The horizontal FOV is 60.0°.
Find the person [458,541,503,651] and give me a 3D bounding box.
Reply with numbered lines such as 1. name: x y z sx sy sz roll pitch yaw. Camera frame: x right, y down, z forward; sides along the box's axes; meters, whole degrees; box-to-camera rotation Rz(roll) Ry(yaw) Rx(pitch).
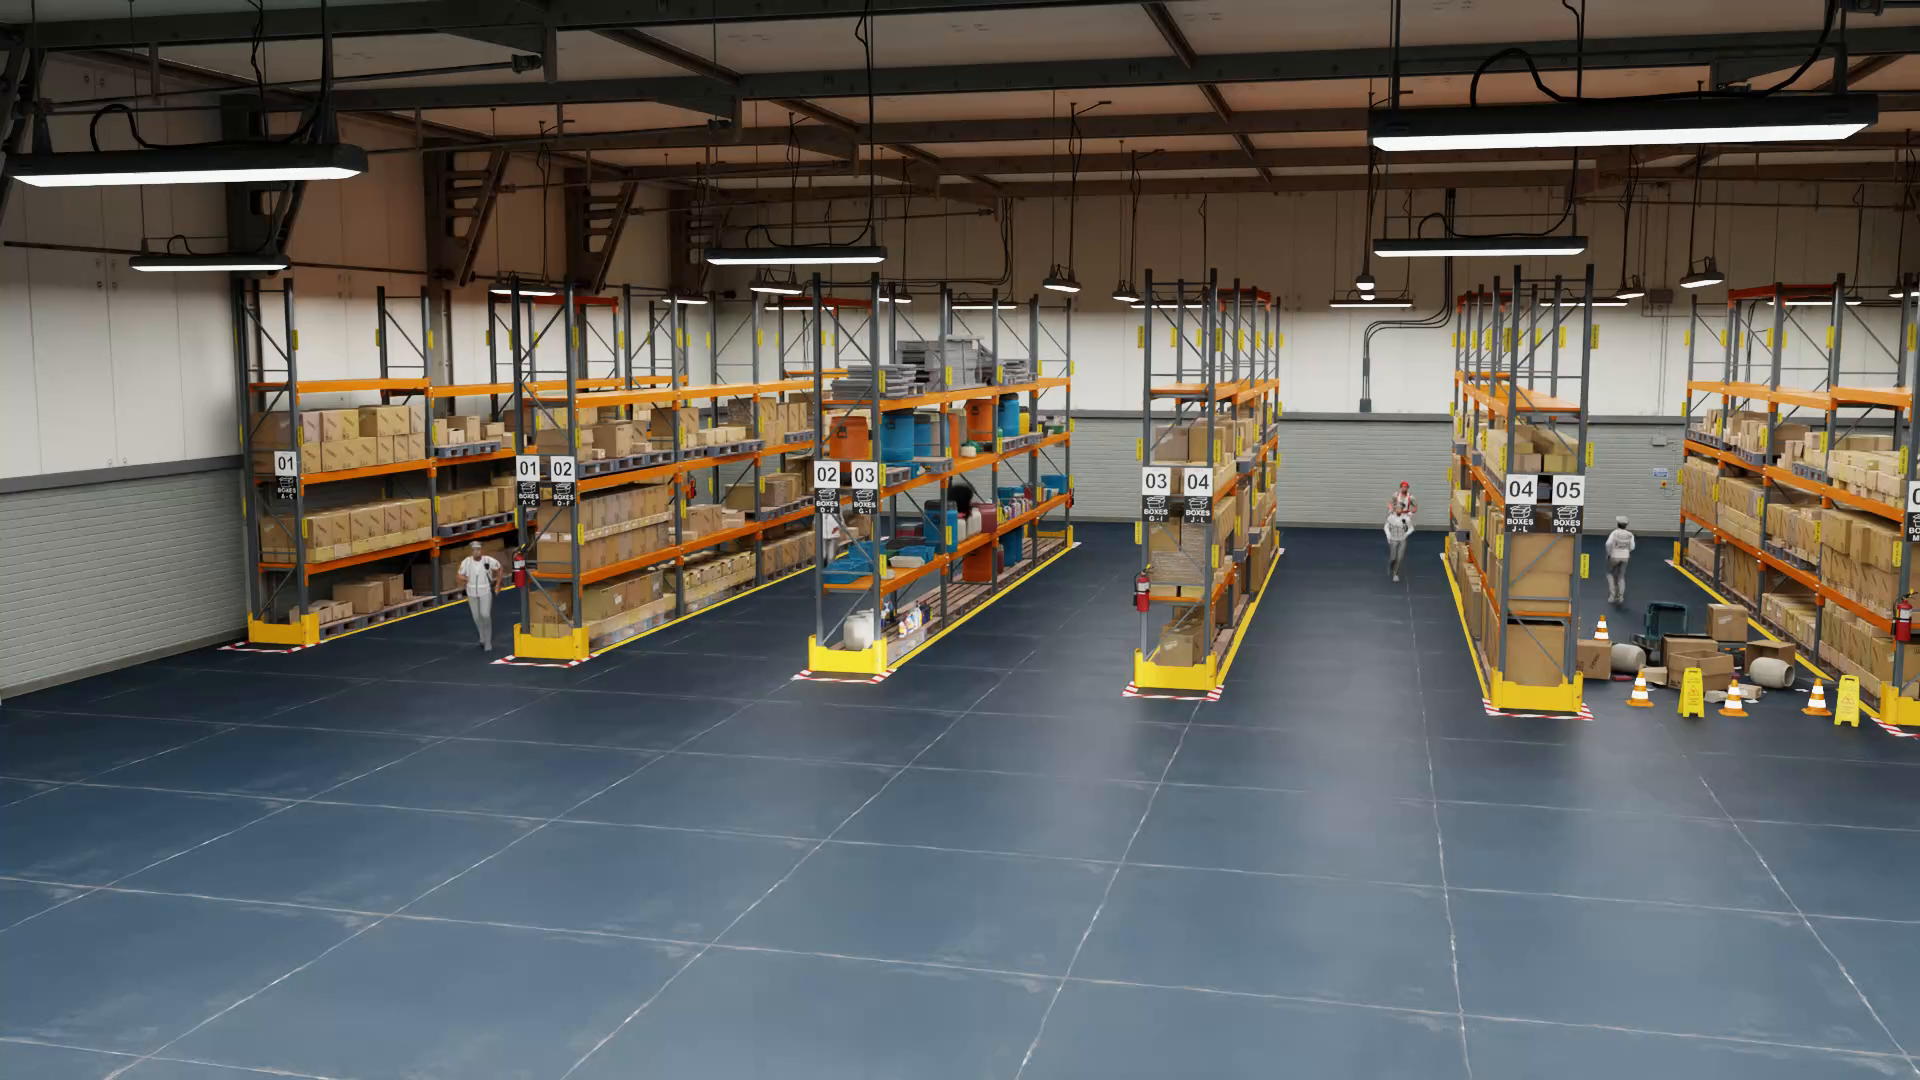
1. person: -7.839 0.900 27.125 0.652 1.822 0.831 0 7 -2

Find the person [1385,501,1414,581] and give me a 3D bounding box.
1. person: 9.166 0.023 34.738 0.604 1.668 0.567 2 7 16

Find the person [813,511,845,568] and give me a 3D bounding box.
1. person: -2.577 -0.048 32.539 0.651 1.750 0.568 1 7 5

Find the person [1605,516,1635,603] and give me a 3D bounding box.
1. person: 12.542 0.376 31.709 0.587 1.685 0.659 1 7 7

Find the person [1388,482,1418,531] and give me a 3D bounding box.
1. person: 10.328 -0.503 38.802 0.682 1.738 0.589 3 7 23
